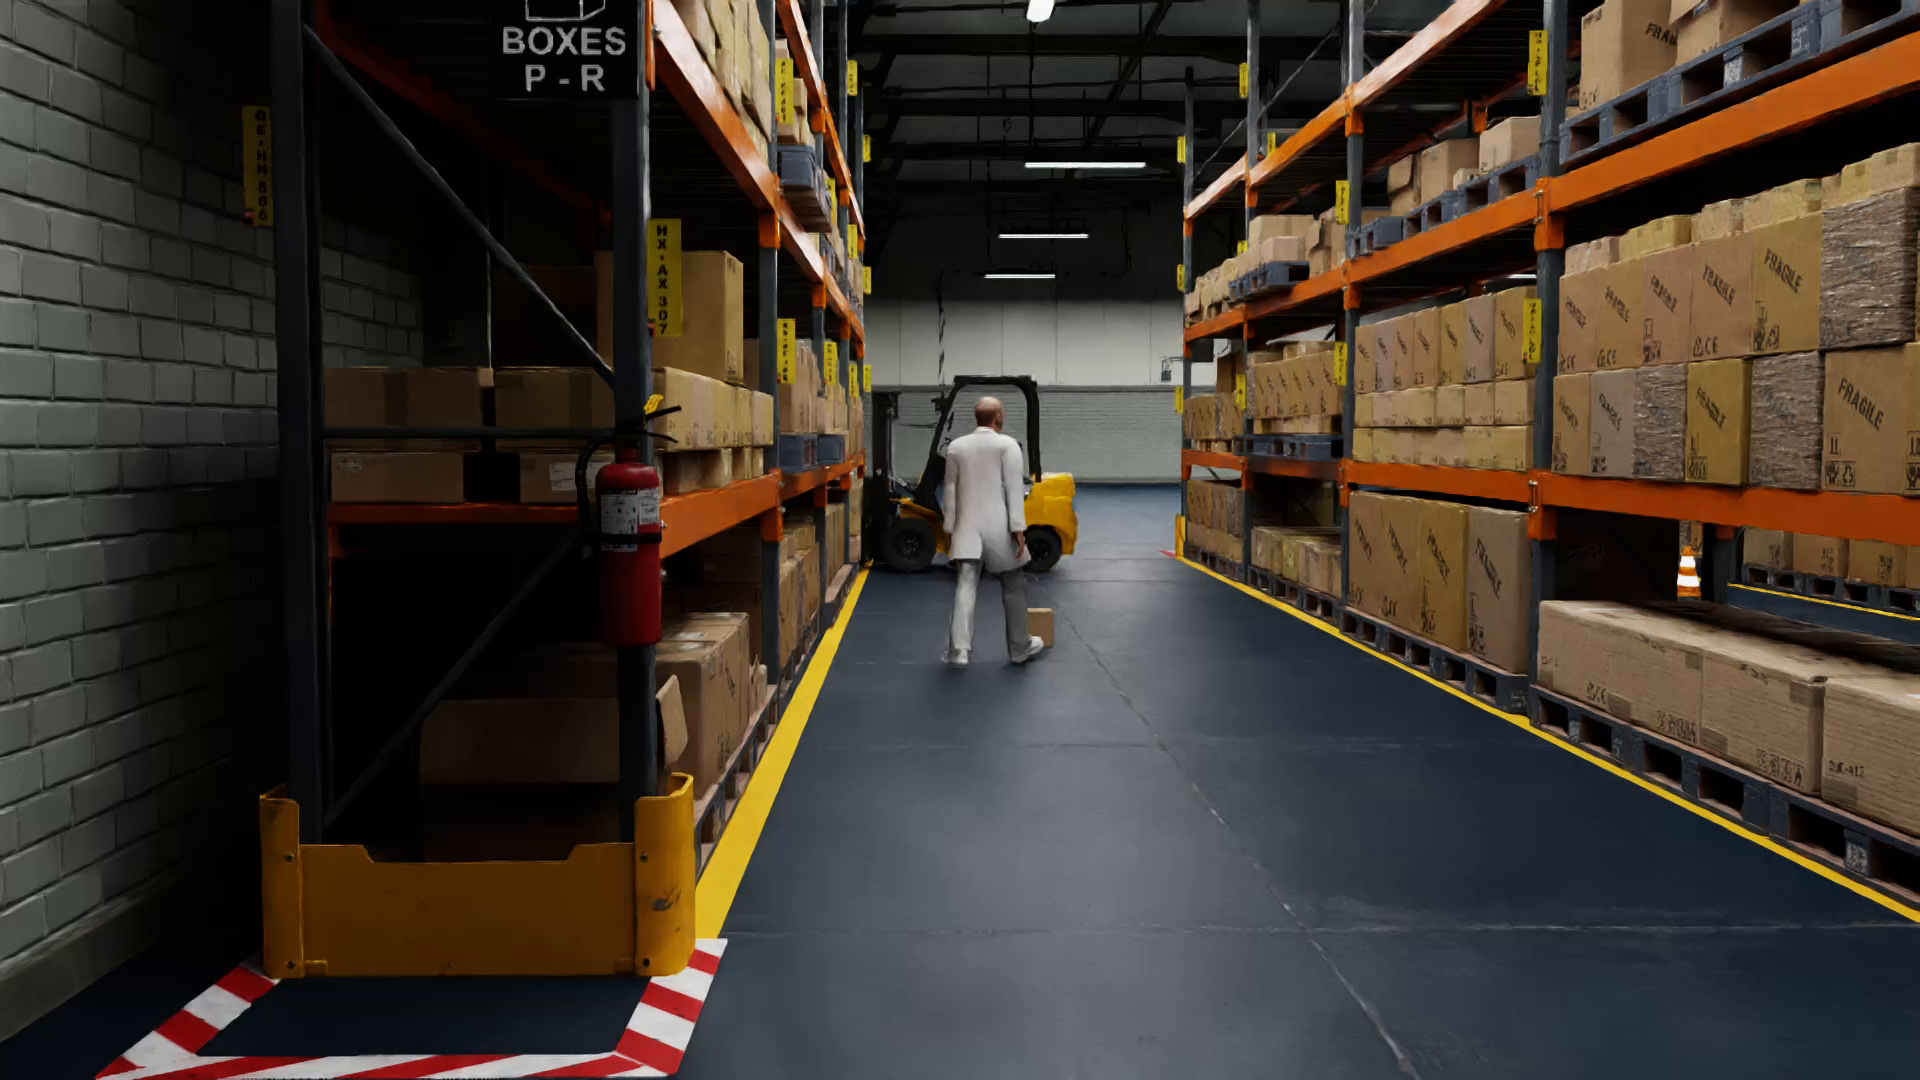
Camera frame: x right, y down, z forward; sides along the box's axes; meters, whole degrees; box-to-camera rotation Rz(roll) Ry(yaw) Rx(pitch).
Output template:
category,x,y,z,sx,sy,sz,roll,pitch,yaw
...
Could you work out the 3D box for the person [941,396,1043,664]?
category,x,y,z,sx,sy,sz,roll,pitch,yaw
person,0.178,-0.062,10.816,0.627,1.748,1.005,1,4,20
